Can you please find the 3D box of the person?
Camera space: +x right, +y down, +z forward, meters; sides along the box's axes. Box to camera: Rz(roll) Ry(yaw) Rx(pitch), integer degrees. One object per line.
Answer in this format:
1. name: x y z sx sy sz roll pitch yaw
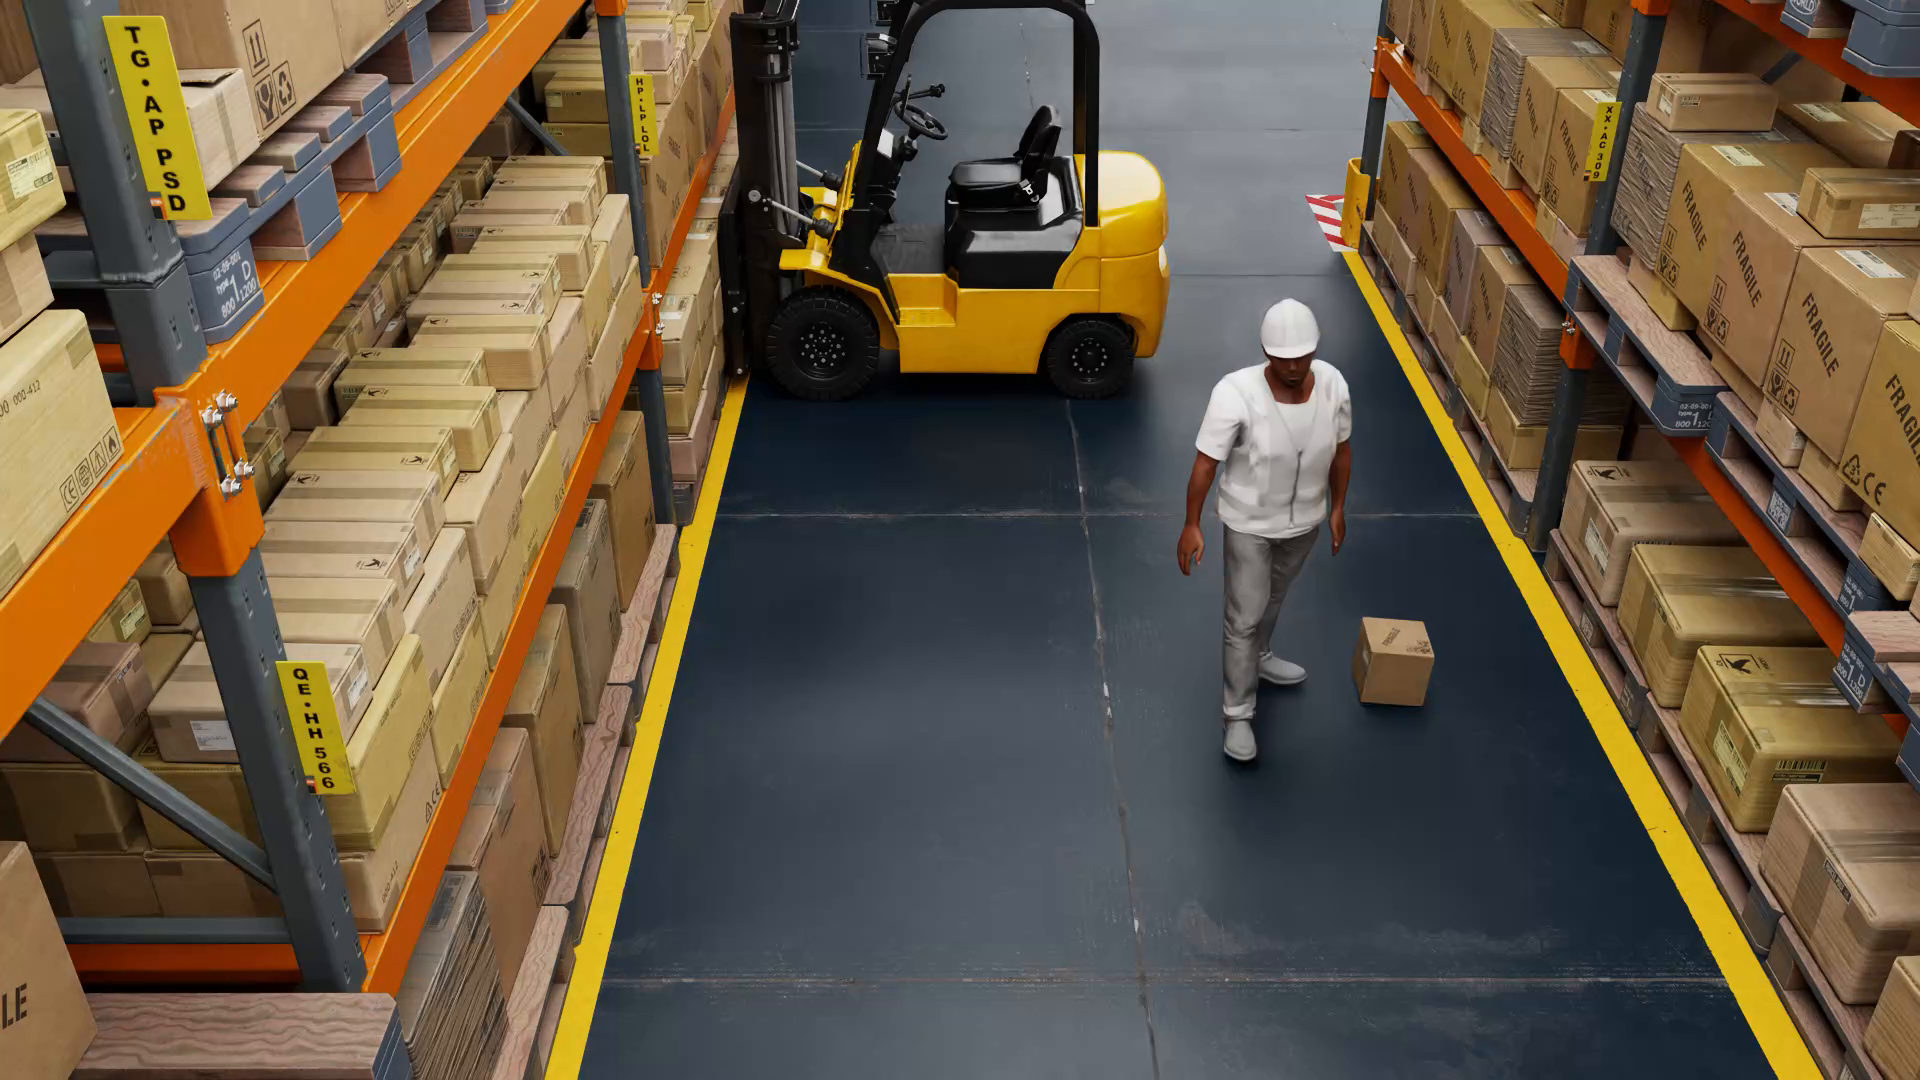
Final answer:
1. person: 1.149 -0.053 6.187 0.682 1.767 0.635 -11 33 -17
